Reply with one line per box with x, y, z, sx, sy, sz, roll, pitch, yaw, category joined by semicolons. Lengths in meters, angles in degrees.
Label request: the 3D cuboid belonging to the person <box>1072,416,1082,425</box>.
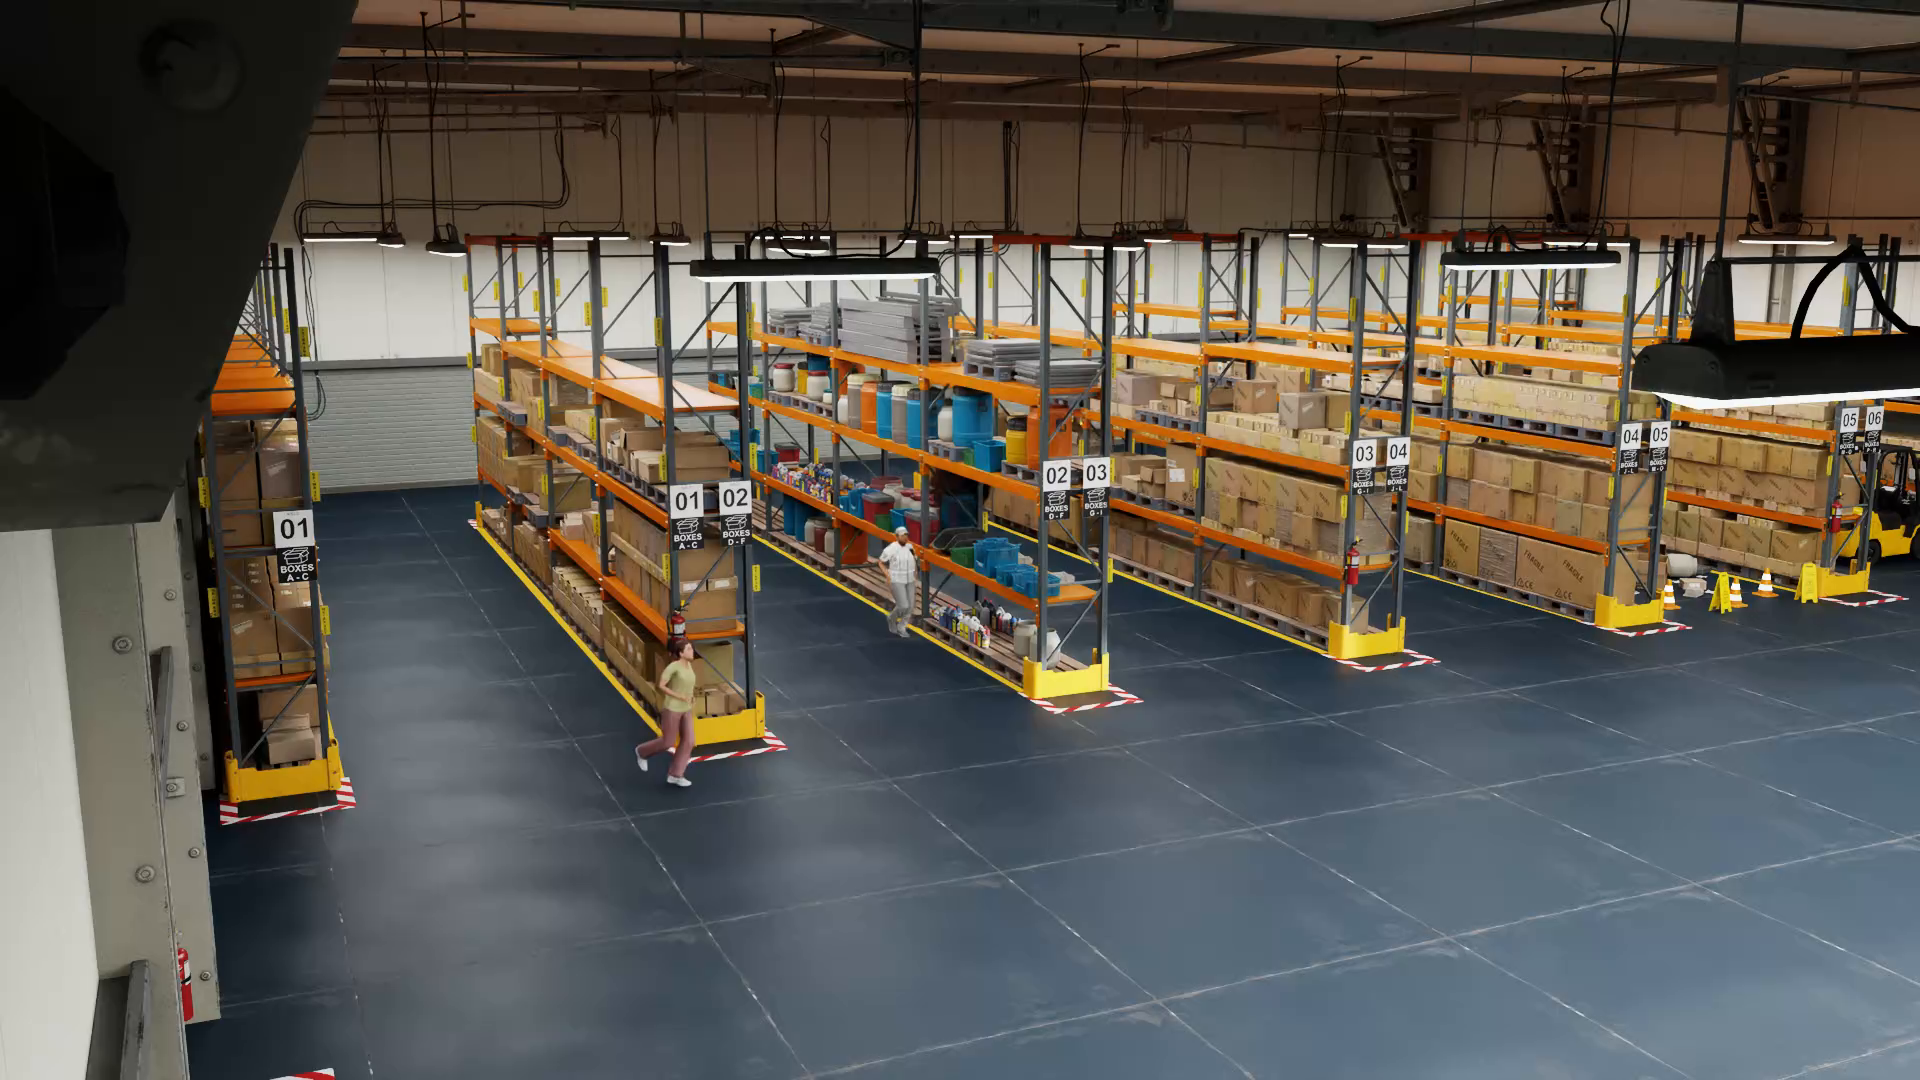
2.779;-2.287;40.517;0.711;1.730;0.549;5;12;26;person

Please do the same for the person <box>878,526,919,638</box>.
-0.828;0.618;24.175;0.607;1.636;0.503;-7;13;-33;person

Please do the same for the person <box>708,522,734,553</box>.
-4.194;-0.080;28.718;0.670;1.669;0.931;-7;13;-30;person

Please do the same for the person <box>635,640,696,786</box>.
-3.267;1.923;19.028;0.818;1.604;0.636;7;13;30;person
